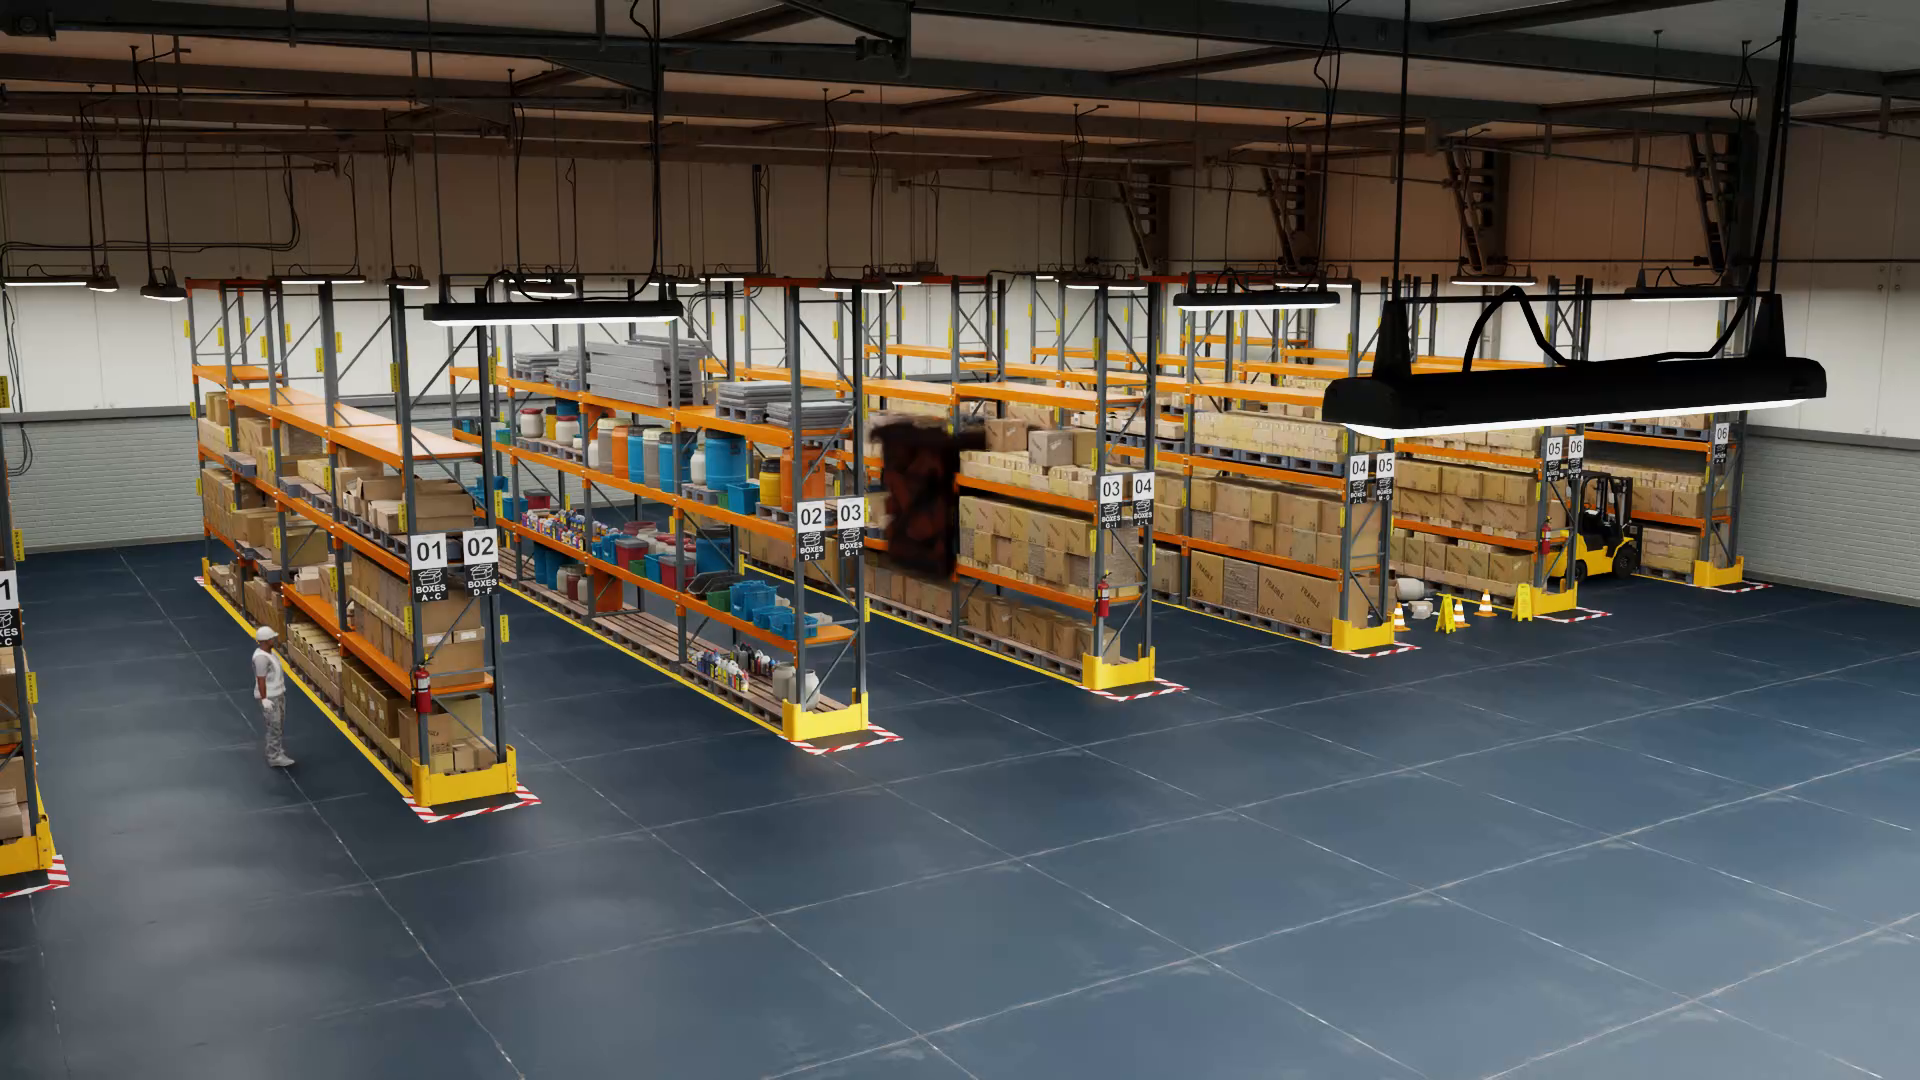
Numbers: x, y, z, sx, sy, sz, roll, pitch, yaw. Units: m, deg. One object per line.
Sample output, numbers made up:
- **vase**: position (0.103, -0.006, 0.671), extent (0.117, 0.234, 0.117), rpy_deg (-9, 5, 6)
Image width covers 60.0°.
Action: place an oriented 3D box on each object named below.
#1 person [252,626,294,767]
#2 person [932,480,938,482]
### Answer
- **person**: position (-8.677, 1.985, 21.003), extent (0.466, 1.825, 0.623), rpy_deg (0, 10, -1)
- **person**: position (-0.488, -0.396, 34.968), extent (0.596, 1.768, 0.360), rpy_deg (8, 12, 39)
